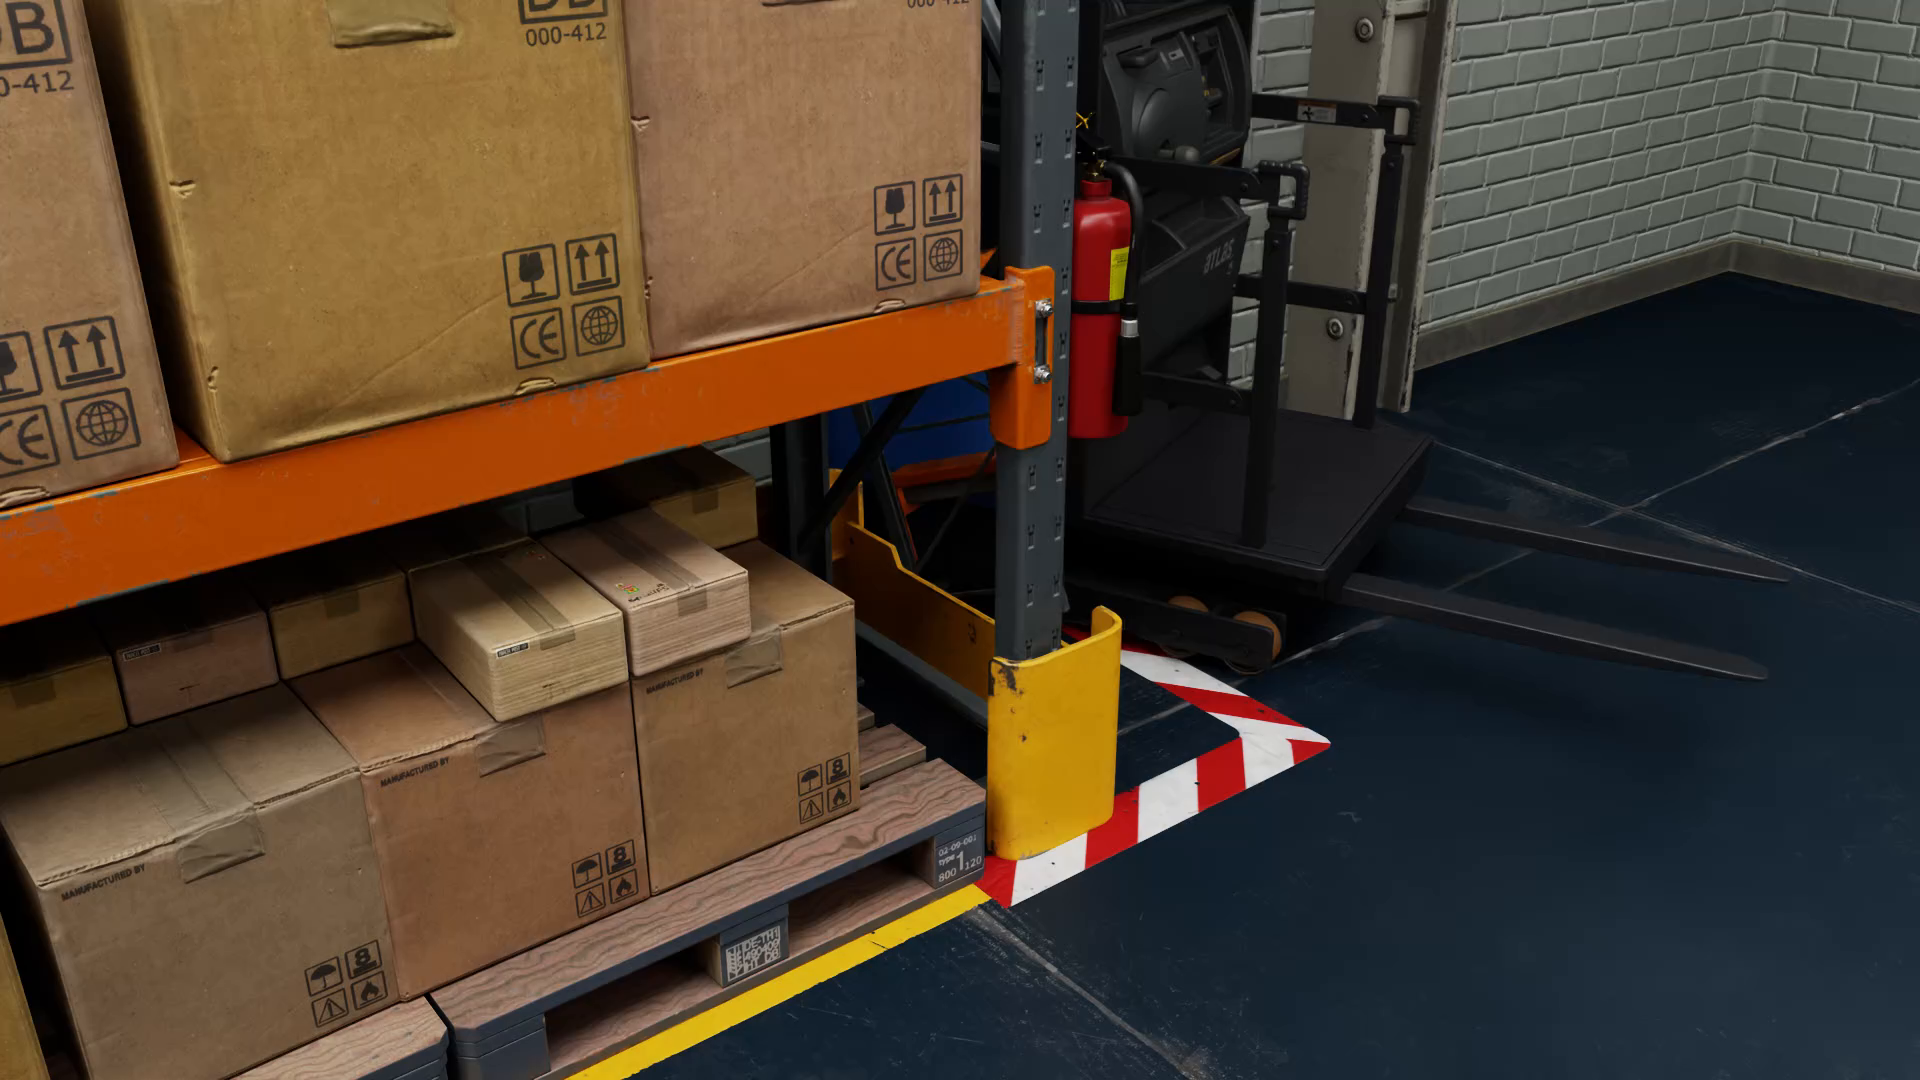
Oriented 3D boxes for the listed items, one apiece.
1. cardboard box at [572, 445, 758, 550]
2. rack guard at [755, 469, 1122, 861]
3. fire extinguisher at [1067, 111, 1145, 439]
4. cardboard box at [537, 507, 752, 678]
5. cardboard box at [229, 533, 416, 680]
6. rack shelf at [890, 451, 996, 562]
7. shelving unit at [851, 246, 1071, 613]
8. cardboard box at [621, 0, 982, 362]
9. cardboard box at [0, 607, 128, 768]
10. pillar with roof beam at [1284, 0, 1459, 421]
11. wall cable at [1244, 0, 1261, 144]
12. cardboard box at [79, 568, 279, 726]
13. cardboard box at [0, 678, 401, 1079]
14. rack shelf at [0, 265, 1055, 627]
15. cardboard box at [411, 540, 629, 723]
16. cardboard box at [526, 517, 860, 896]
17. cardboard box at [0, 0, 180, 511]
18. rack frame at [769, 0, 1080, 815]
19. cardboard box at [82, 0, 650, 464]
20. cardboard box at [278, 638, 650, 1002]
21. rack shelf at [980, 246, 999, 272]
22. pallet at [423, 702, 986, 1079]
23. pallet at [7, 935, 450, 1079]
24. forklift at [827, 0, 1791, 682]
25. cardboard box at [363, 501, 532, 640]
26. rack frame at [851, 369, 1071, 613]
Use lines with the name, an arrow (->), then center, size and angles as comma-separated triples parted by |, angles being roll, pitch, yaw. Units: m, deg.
cardboard box -> -0.644, -0.101, 3.604 | 0.250, 0.149, 0.380 | -18, 30, -34
rack guard -> -0.111, 0.261, 4.093 | 0.348, 0.500, 1.175 | -18, 31, -34
fire extinguisher -> 0.273, -0.548, 3.403 | 0.183, 0.674, 0.296 | -18, 31, -34
cardboard box -> -0.608, 0.092, 3.189 | 0.250, 0.149, 0.380 | -19, 31, -35
cardboard box -> -1.240, 0.096, 3.180 | 0.250, 0.149, 0.380 | -18, 30, -34
rack shelf -> 0.259, -0.247, 4.964 | 0.538, 0.278, 1.000 | -7, 15, 34
shelving unit -> 0.193, -0.476, 4.912 | 0.538, 1.125, 1.048 | -7, 15, 34
cardboard box -> -0.525, -0.866, 3.197 | 0.700, 0.700, 0.980 | -17, 30, -32
cardboard box -> -1.641, 0.229, 2.893 | 0.250, 0.149, 0.380 | -18, 30, -34
pillar with roof beam -> 4.117, -3.149, 1.346 | 0.400, 9.000, 9.100 | -18, 31, -34
wall cable -> 0.294, -1.973, 4.731 | 1.851, 1.984, 0.084 | -18, 31, -34
cardboard box -> -1.440, 0.162, 3.037 | 0.250, 0.149, 0.380 | -18, 30, -33
cardboard box -> -1.408, 0.553, 2.966 | 0.500, 0.500, 0.700 | -19, 31, -36
rack shelf -> -1.704, -0.020, 2.585 | 4.000, 0.370, 1.077 | -18, 31, -34
cardboard box -> -0.809, 0.158, 3.046 | 0.250, 0.149, 0.380 | -17, 30, -33
cardboard box -> -0.619, 0.292, 3.528 | 0.500, 0.500, 0.700 | -18, 31, -34
cardboard box -> -1.697, -0.479, 2.362 | 0.700, 0.700, 0.980 | -20, 32, -36
rack frame -> -0.130, -0.866, 3.553 | 0.127, 3.000, 1.000 | -18, 31, -34
cardboard box -> -1.091, -0.674, 2.782 | 0.700, 0.700, 0.980 | -19, 31, -34
cardboard box -> -1.013, 0.422, 3.248 | 0.500, 0.500, 0.700 | -18, 31, -34
rack shelf -> 0.115, -0.751, 4.849 | 0.538, 0.278, 1.000 | -7, 15, 34
pallet -> -0.711, 0.632, 3.637 | 1.213, 0.211, 1.003 | -18, 31, -34
pallet -> -1.671, 0.948, 2.958 | 1.213, 0.211, 1.003 | -18, 31, -34
forklift -> 0.776, -1.223, 4.404 | 3.031, 2.935, 1.130 | 13, 28, 26
cardboard box -> -1.043, 0.031, 3.320 | 0.250, 0.149, 0.380 | -18, 30, -34
rack frame -> -0.064, -0.310, 4.506 | 0.500, 1.125, 0.032 | -7, 15, 34
